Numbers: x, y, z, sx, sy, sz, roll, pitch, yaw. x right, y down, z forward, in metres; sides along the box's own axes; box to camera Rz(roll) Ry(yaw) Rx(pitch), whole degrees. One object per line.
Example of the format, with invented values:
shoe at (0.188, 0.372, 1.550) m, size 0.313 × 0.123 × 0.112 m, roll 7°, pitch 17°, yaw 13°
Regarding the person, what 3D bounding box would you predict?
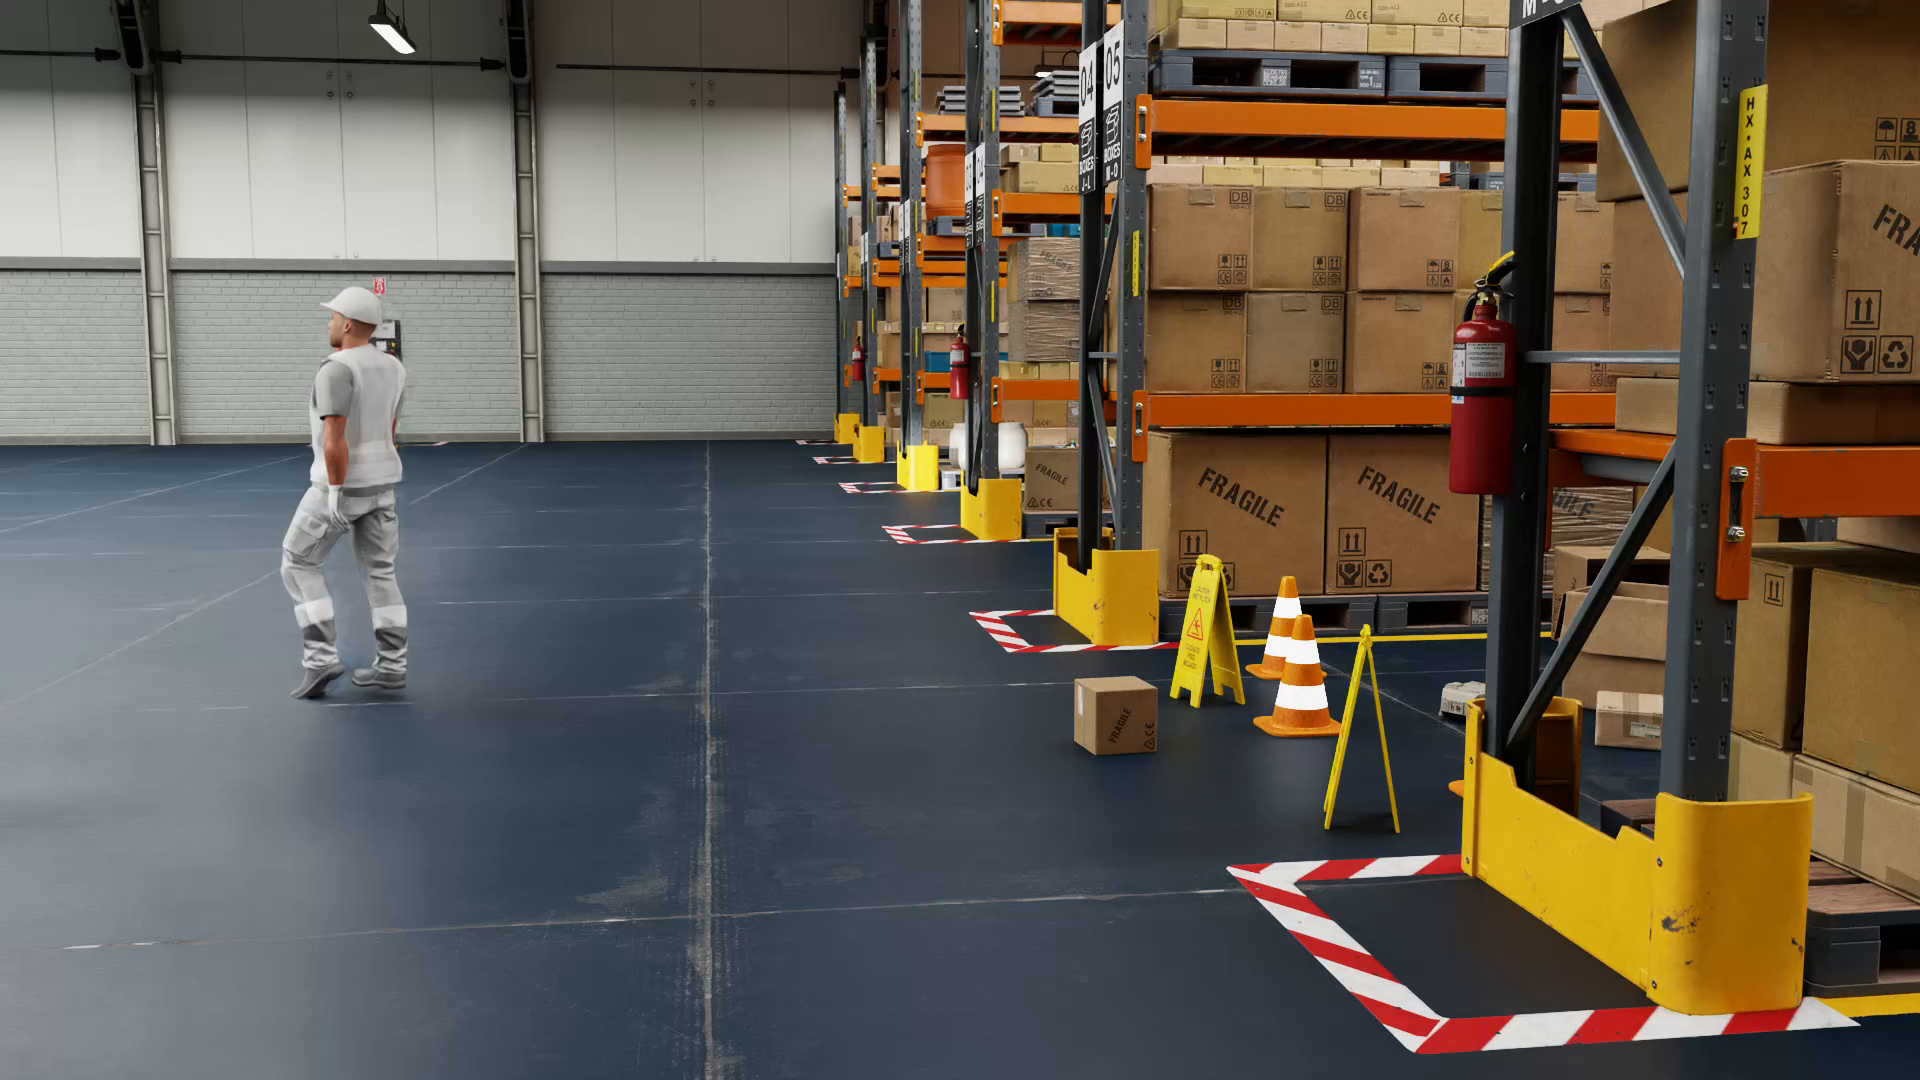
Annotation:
person at (-2.706, -0.197, 7.384) m, size 0.495 × 1.839 × 0.528 m, roll 3°, pitch 7°, yaw 24°
